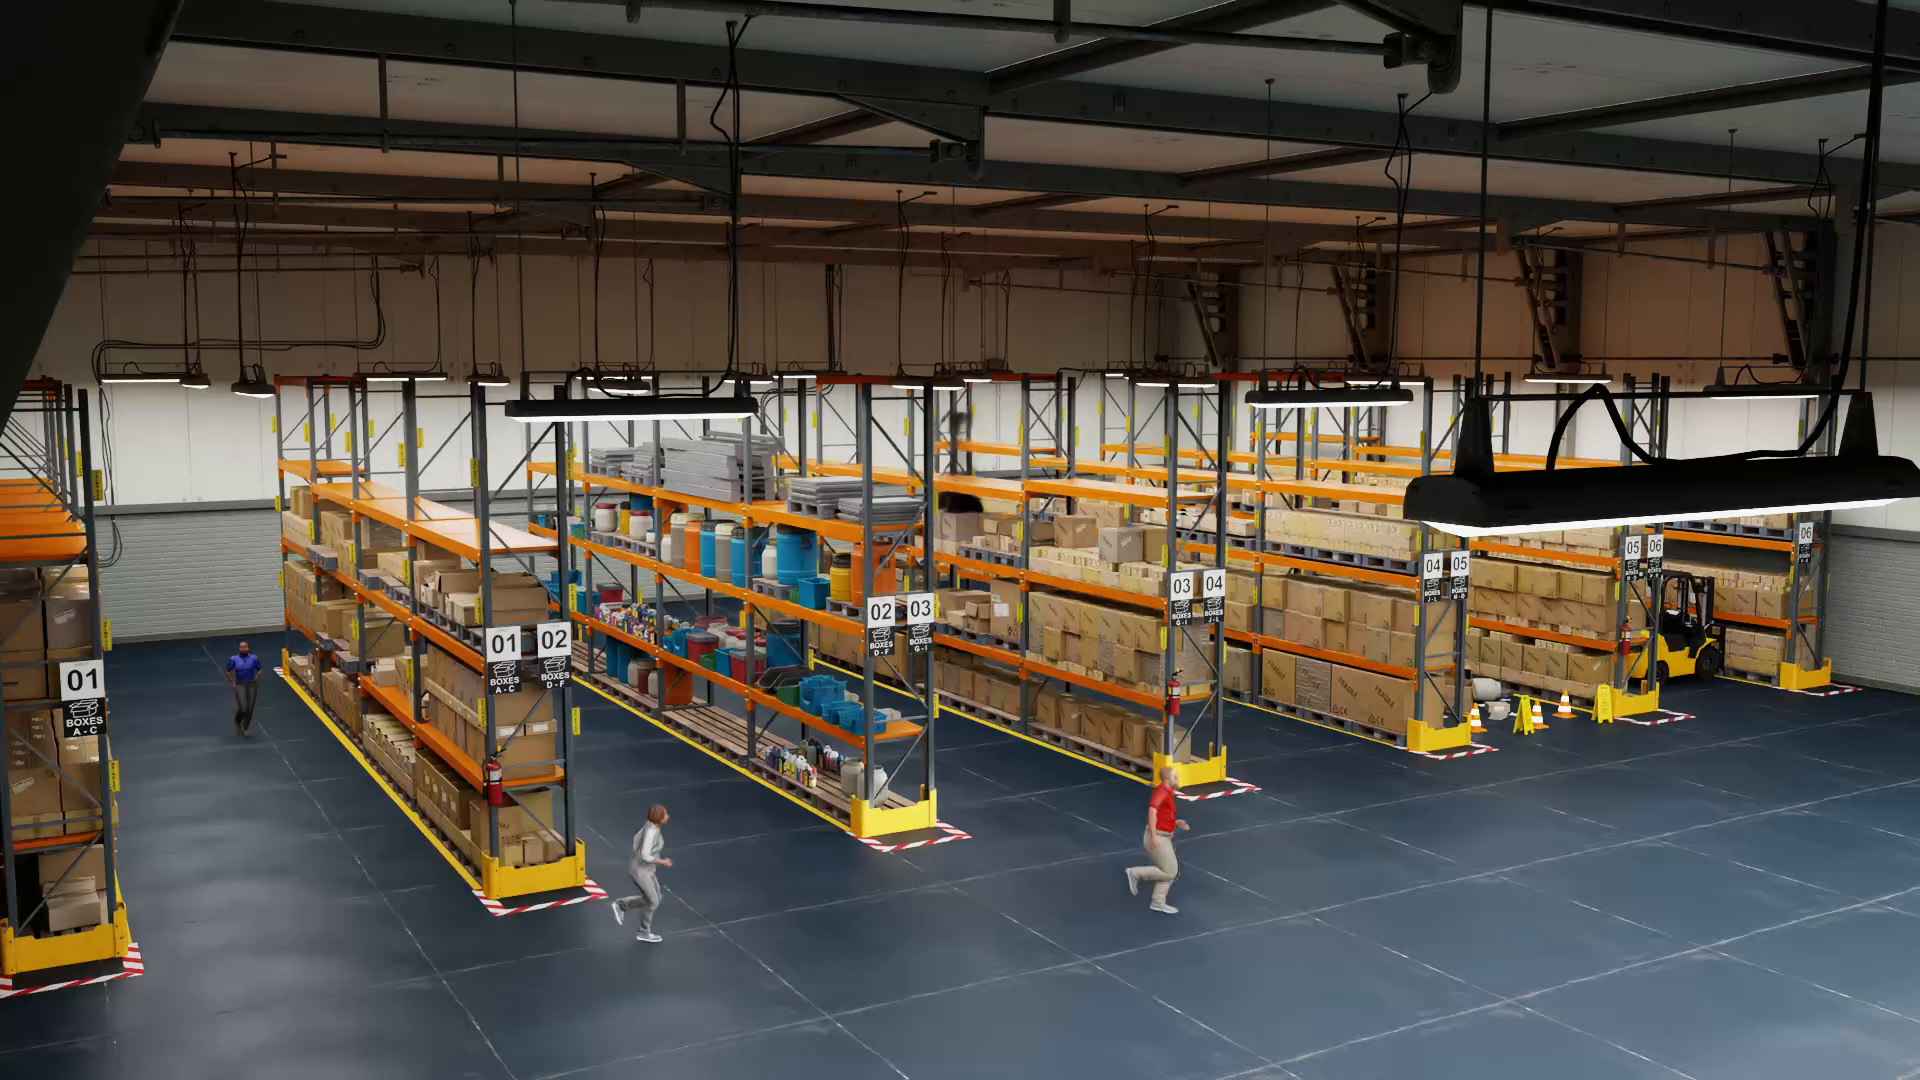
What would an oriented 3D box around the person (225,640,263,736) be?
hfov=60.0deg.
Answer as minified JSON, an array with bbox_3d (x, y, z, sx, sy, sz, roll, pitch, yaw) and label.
[{"bbox_3d":[-11.925,2.486,27.787,0.561,1.621,0.567,-4,8,-34],"label":"person"}]

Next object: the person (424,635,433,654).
[{"bbox_3d":[-10.635,1.919,33.147,0.600,1.596,0.531,-5,8,-38],"label":"person"}]

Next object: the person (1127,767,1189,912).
[{"bbox_3d":[2.267,3.442,19.042,0.711,1.683,0.700,1,6,5],"label":"person"}]

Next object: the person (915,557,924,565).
[{"bbox_3d":[-0.967,0.952,41.876,0.622,1.624,0.689,-3,7,-24],"label":"person"}]

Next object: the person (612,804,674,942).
[{"bbox_3d":[-3.438,3.615,18.000,0.681,1.543,0.521,0,6,-1],"label":"person"}]
